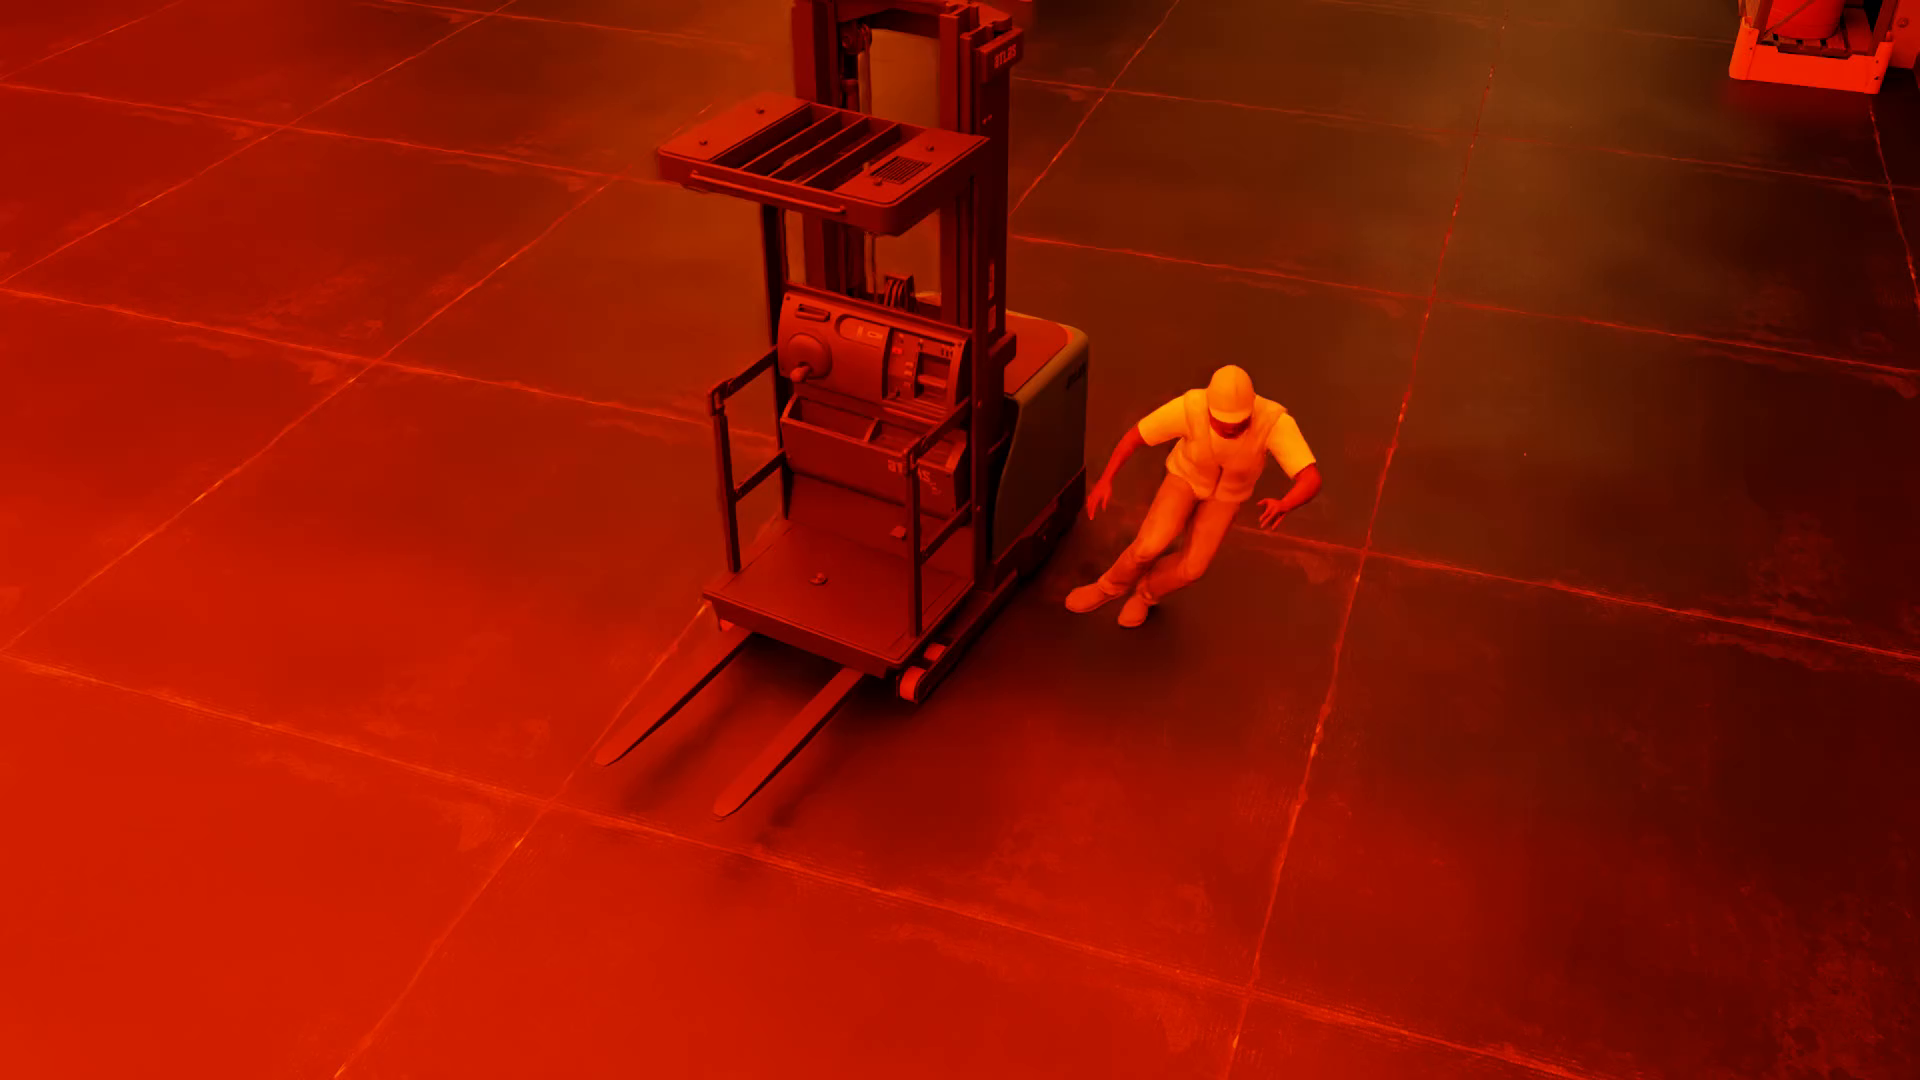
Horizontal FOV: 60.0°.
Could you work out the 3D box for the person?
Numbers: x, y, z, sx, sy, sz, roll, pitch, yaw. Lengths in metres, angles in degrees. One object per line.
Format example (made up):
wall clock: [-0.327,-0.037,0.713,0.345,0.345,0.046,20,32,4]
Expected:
person: [1.039,-0.127,7.520,1.089,1.517,0.929,2,35,3]

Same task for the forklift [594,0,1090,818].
forklift: [-0.500,-0.755,7.176,1.130,2.935,3.031,18,39,24]
